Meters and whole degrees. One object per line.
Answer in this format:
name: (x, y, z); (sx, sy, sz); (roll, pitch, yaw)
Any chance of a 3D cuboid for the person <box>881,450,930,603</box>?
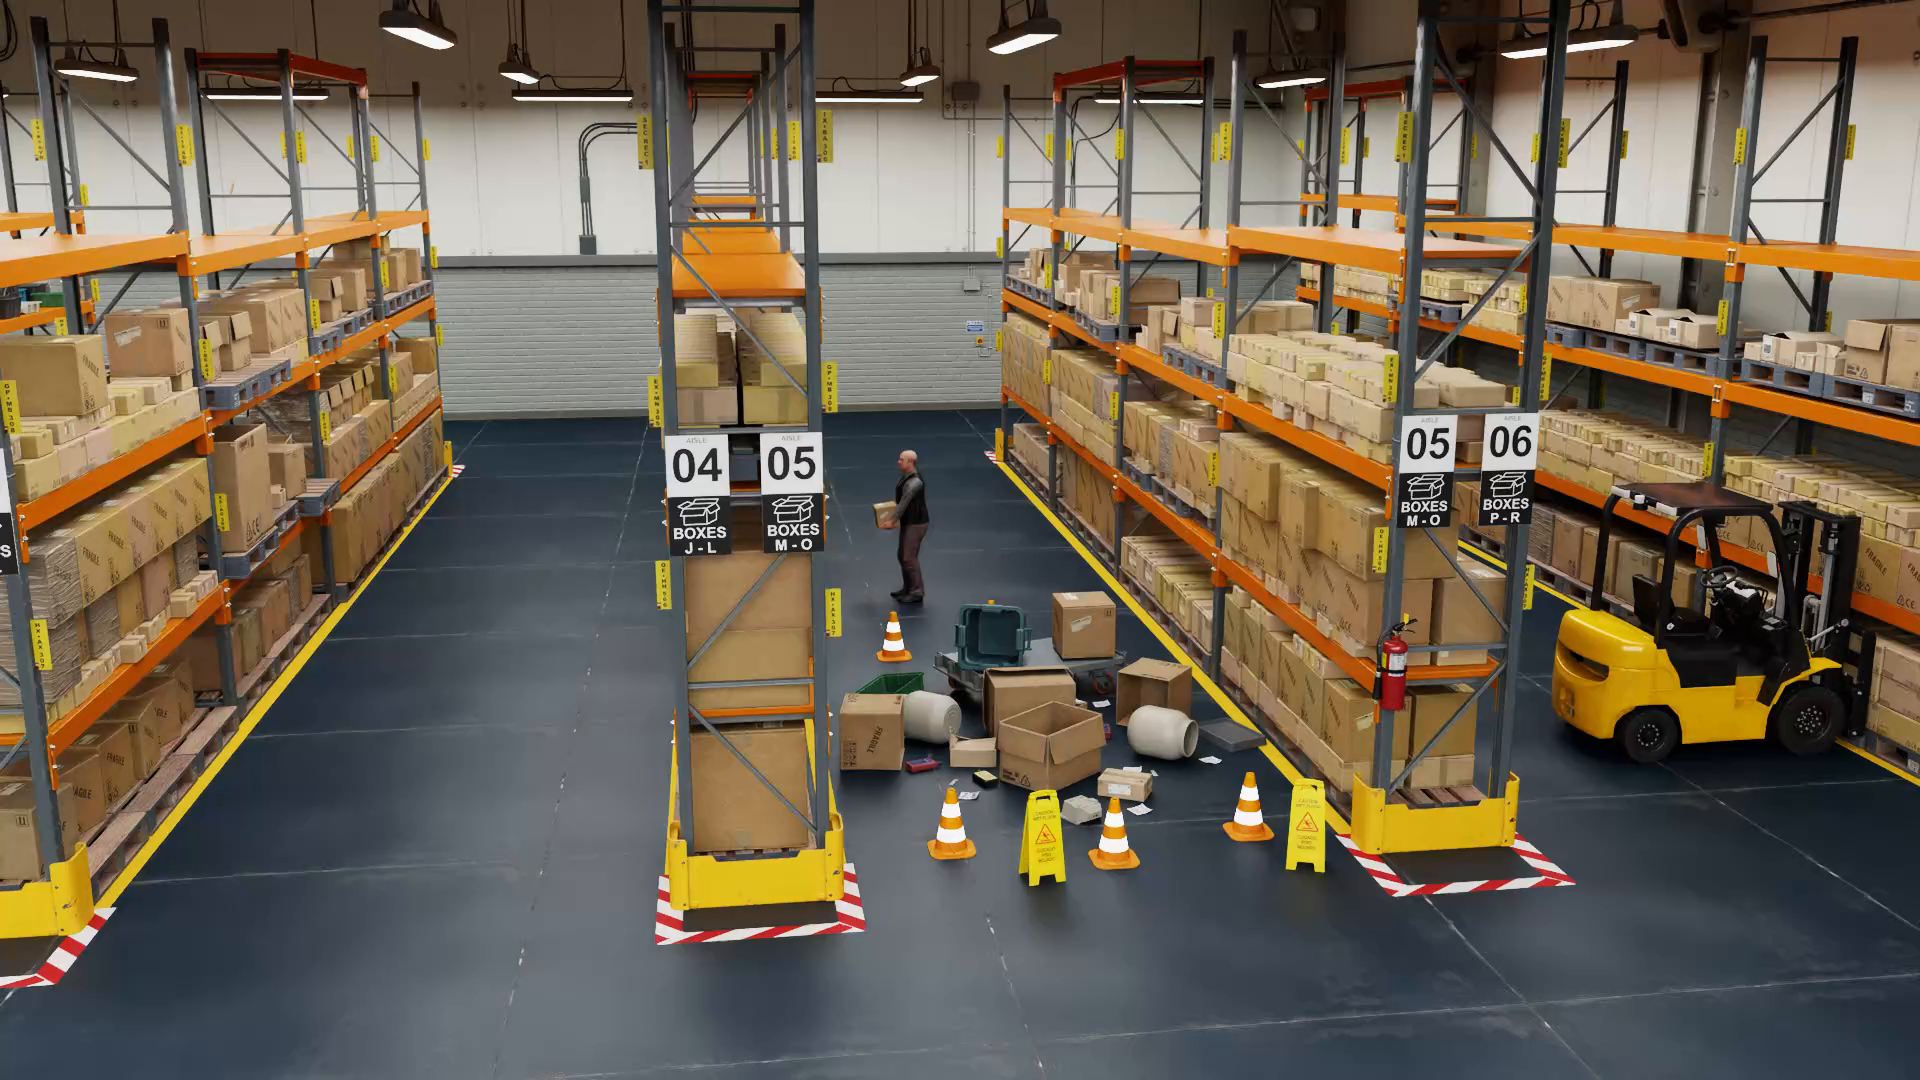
person: (-0.629, -0.160, 18.745); (0.558, 1.720, 0.494); (-2, 13, -9)
